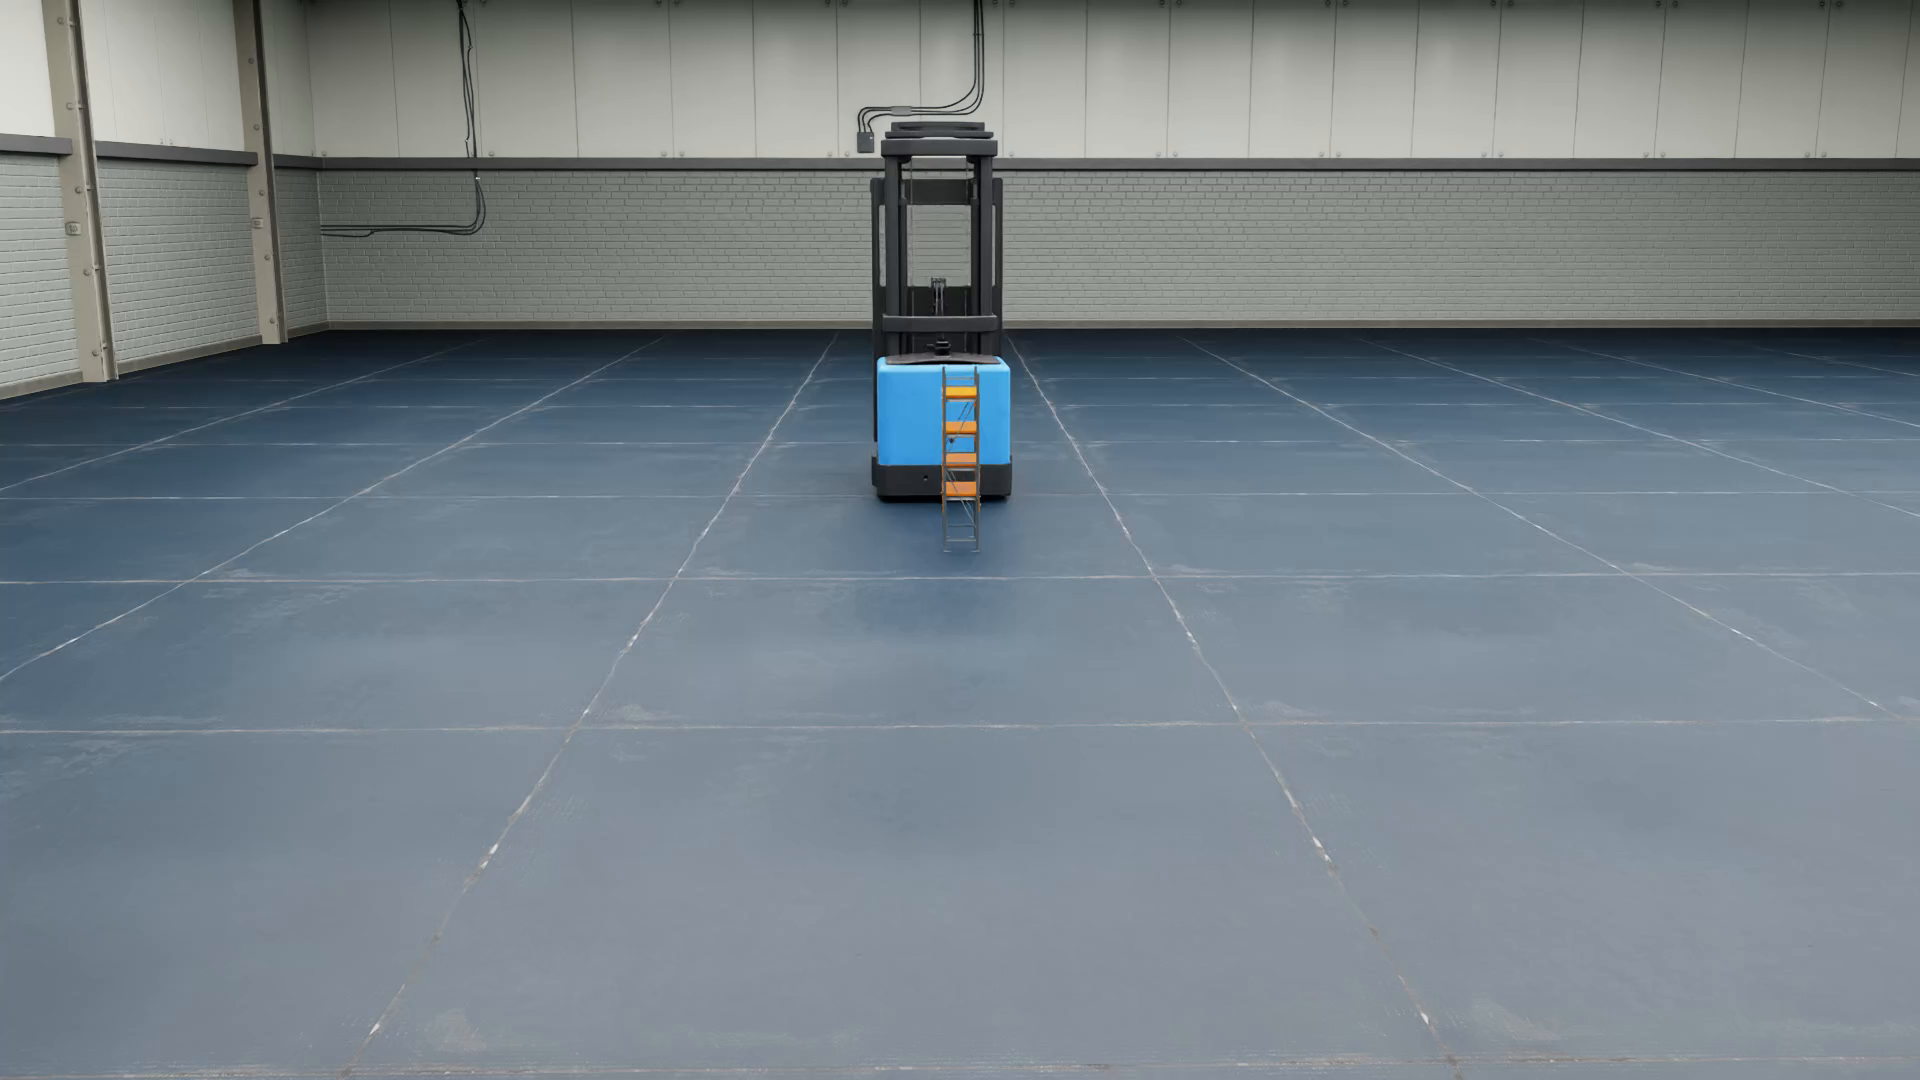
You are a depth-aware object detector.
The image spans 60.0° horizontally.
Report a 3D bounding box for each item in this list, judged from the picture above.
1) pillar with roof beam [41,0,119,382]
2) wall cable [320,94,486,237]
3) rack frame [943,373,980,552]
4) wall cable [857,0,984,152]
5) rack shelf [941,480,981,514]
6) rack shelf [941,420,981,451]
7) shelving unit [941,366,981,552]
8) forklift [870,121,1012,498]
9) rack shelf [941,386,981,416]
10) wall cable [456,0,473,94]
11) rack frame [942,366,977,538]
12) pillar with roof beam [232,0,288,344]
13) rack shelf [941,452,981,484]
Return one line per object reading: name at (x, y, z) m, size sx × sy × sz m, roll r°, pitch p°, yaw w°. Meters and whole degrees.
pillar with roof beam at (-7.036, -6.531, 21.117) m, size 9.100 × 9.000 × 0.400 m, roll 0°, pitch 11°, yaw -1°
wall cable at (-10.203, -6.775, 30.131) m, size 3.097 × 2.526 × 0.112 m, roll 0°, pitch 11°, yaw -1°
rack frame at (0.008, -0.507, 11.039) m, size 0.240 × 1.200 × 0.015 m, roll 0°, pitch 11°, yaw -1°
wall cable at (-0.711, -9.999, 29.660) m, size 2.305 × 6.003 × 0.169 m, roll 0°, pitch 11°, yaw -1°
rack shelf at (0.003, -0.295, 11.330) m, size 0.258 × 0.148 × 0.480 m, roll 0°, pitch 11°, yaw -1°
rack shelf at (0.003, -0.708, 11.247) m, size 0.258 × 0.148 × 0.480 m, roll 0°, pitch 11°, yaw -1°
shelving unit at (0.003, -0.555, 11.278) m, size 0.258 × 1.200 × 0.503 m, roll 0°, pitch 11°, yaw -1°
forklift at (-0.204, -2.013, 14.108) m, size 1.130 × 2.935 × 3.031 m, roll -1°, pitch 11°, yaw -3°
rack shelf at (0.003, -0.940, 11.199) m, size 0.258 × 0.148 × 0.480 m, roll 0°, pitch 11°, yaw -1°
wall cable at (-7.498, -9.261, 29.683) m, size 3.097 × 2.526 × 0.112 m, roll 0°, pitch 11°, yaw -1°
rack frame at (-0.002, -0.604, 11.517) m, size 0.240 × 1.200 × 0.015 m, roll 0°, pitch 11°, yaw -1°
pillar with roof beam at (-7.160, -7.723, 26.996) m, size 9.100 × 9.000 × 0.400 m, roll 0°, pitch 11°, yaw -1°
rack shelf at (0.003, -0.489, 11.291) m, size 0.258 × 0.148 × 0.480 m, roll 0°, pitch 11°, yaw -1°
